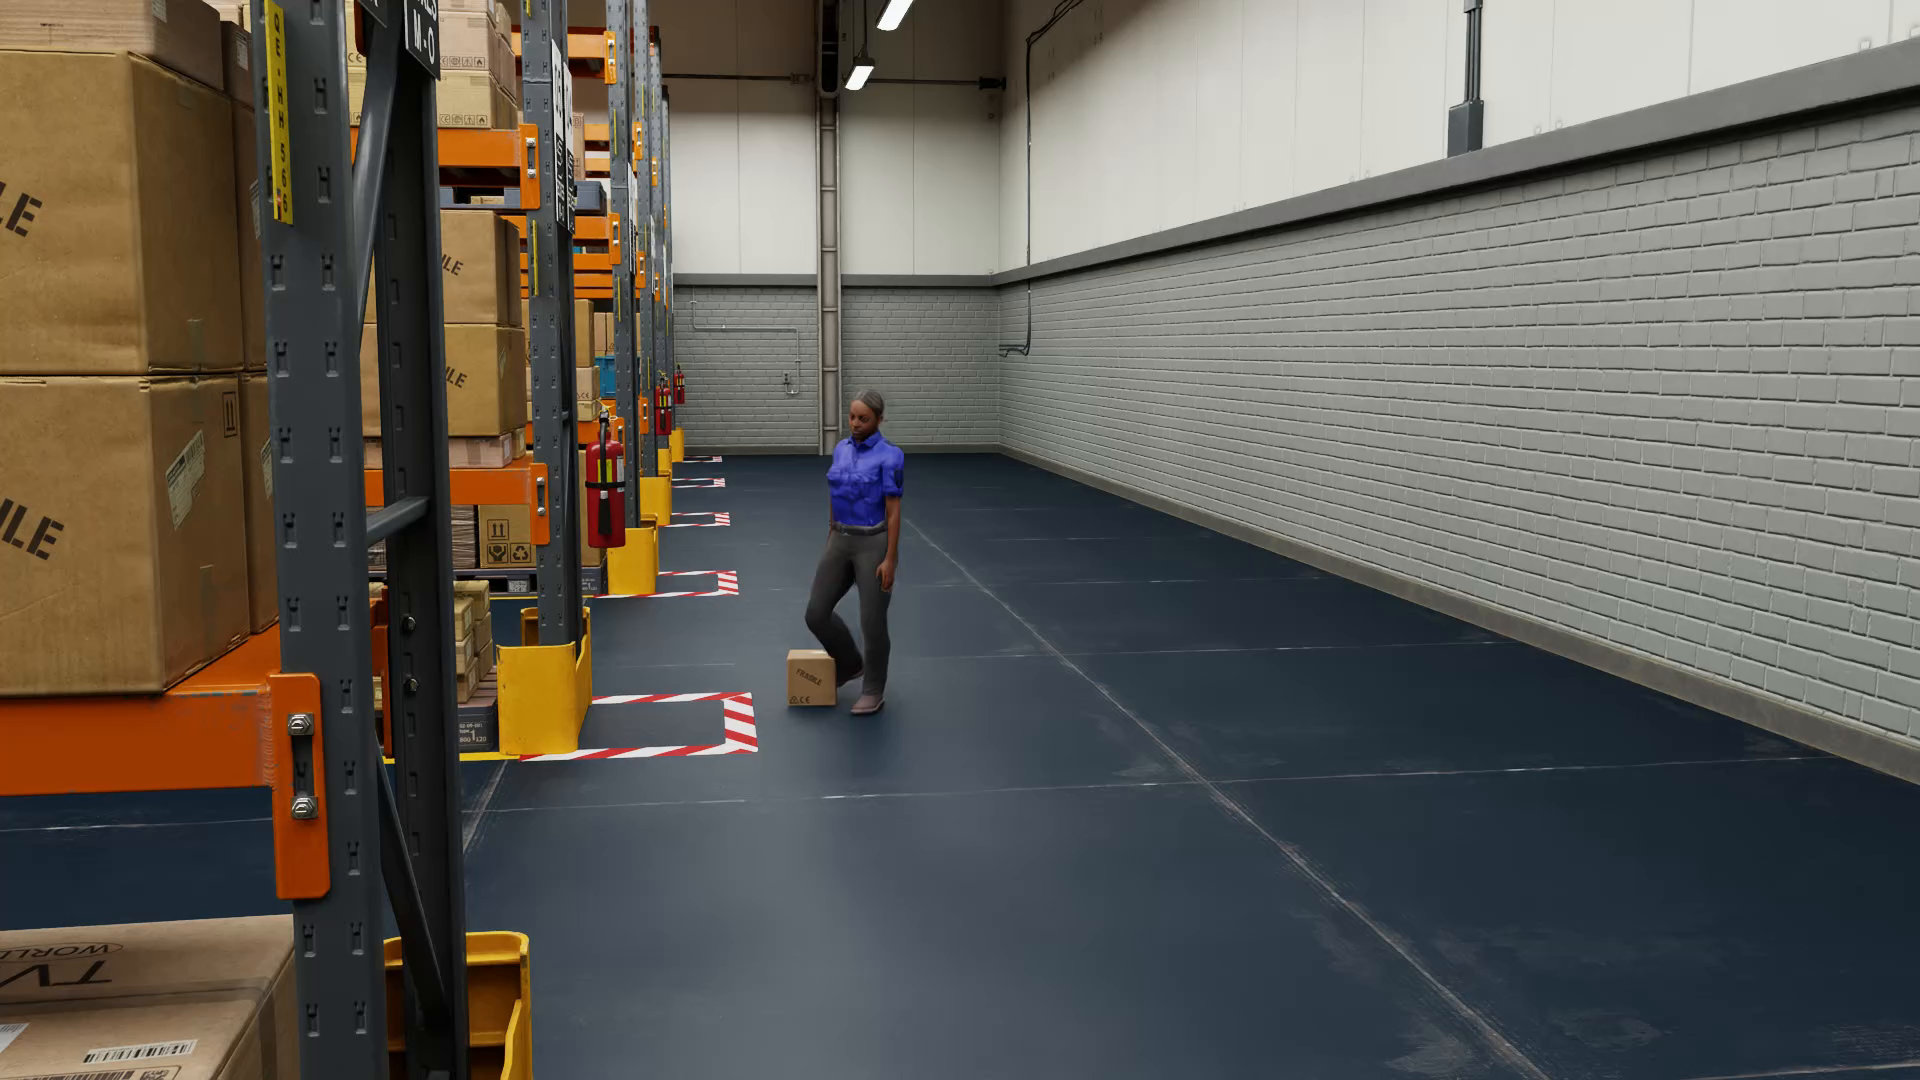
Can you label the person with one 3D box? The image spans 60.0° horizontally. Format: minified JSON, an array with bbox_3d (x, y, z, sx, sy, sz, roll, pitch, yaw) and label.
[{"bbox_3d":[-0.517,0.057,8.452,0.640,1.632,0.440,4,8,33],"label":"person"}]
